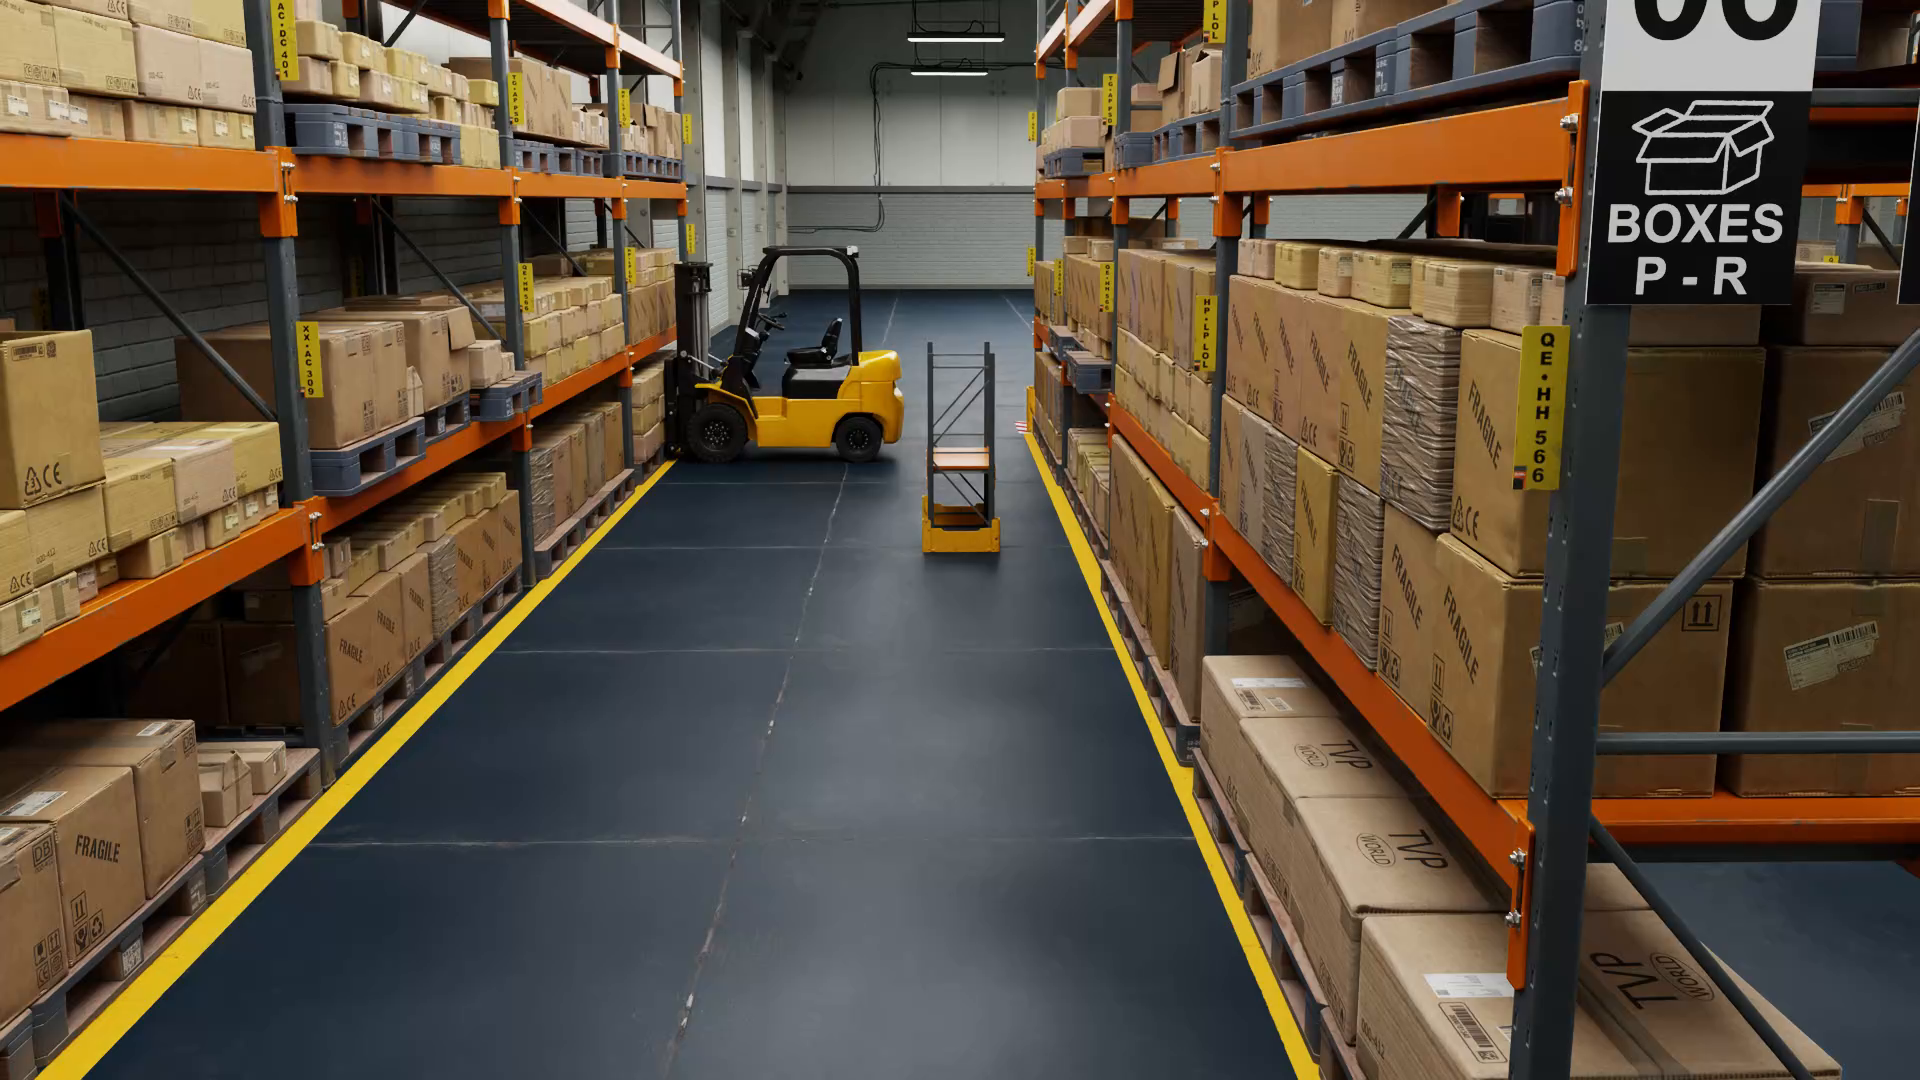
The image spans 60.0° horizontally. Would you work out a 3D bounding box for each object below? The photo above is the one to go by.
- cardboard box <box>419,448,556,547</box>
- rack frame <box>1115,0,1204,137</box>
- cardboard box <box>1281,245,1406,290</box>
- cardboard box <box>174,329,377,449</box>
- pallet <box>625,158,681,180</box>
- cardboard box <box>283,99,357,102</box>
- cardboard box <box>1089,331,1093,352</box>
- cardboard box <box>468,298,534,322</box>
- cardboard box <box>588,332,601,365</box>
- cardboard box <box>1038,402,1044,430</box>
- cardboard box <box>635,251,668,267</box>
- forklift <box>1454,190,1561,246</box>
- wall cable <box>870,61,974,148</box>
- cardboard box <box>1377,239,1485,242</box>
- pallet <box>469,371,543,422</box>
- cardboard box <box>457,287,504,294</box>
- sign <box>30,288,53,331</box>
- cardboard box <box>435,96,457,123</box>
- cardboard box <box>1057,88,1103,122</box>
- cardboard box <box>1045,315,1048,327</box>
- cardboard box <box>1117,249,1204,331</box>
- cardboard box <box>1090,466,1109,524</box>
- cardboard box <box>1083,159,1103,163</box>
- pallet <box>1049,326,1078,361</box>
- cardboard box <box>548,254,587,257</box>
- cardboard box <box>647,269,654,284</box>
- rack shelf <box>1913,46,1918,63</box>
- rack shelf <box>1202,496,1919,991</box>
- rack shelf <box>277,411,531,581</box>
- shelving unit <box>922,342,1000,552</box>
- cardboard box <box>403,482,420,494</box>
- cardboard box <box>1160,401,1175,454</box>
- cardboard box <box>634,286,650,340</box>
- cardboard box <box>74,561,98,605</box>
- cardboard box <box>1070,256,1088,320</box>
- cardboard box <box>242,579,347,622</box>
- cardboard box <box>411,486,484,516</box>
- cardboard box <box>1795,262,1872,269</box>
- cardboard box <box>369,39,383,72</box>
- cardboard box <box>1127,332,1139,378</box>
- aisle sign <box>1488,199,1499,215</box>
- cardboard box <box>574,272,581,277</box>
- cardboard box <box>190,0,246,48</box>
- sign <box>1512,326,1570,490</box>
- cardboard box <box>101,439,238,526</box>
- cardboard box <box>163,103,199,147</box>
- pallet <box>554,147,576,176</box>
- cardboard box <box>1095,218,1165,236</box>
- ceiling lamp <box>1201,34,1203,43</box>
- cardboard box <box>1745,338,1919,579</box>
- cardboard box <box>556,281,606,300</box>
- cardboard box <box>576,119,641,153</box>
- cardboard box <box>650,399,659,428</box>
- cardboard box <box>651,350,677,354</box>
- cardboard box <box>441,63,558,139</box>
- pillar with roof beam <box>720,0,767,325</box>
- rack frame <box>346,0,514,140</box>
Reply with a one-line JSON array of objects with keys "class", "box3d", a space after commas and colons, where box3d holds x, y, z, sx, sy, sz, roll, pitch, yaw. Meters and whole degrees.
[{"class": "cardboard box", "box3d": [-3.433, -0.311, 11.962, 0.875, 0.625, 0.625, 0, 11, 1]}, {"class": "rack frame", "box3d": [1.529, -4.106, 10.664, 1.000, 3.000, 0.127, 0, 11, -1]}, {"class": "cardboard box", "box3d": [1.348, -0.960, 5.847, 0.380, 0.149, 0.250, -1, 11, -3]}, {"class": "cardboard box", "box3d": [-3.137, -0.701, 7.664, 0.700, 0.500, 0.500, 0, 11, 0]}, {"class": "pallet", "box3d": [-3.610, -4.021, 18.013, 1.003, 0.211, 1.213, 0, 11, -1]}, {"class": "cardboard box", "box3d": [-3.033, -2.114, 7.714, 0.380, 0.149, 0.250, 0, 11, -1]}, {"class": "cardboard box", "box3d": [1.162, -1.466, 12.315, 0.380, 0.149, 0.250, -1, 11, -4]}, {"class": "cardboard box", "box3d": [-3.146, -1.576, 11.401, 0.380, 0.149, 0.250, 0, 11, 1]}, {"class": "cardboard box", "box3d": [-3.249, -1.568, 13.623, 0.500, 0.250, 0.500, 0, 11, -1]}, {"class": "cardboard box", "box3d": [1.107, -1.351, 18.035, 0.500, 0.250, 0.500, 0, 11, 1]}, {"class": "cardboard box", "box3d": [-3.254, -2.924, 17.296, 0.380, 0.149, 0.250, 0, 11, 0]}, {"class": "forklift", "box3d": [4.417, -1.421, 12.693, 3.031, 2.935, 1.130, -9, 14, -37]}, {"class": "wall cable", "box3d": [-1.140, -13.052, 49.868, 3.097, 2.526, 0.112, 0, 11, -1]}, {"class": "cardboard box", "box3d": [1.936, -1.168, 6.872, 0.380, 0.149, 0.250, 0, 11, -2]}, {"class": "pallet", "box3d": [-3.349, -0.916, 10.513, 1.213, 0.211, 1.003, 0, 11, -1]}, {"class": "cardboard box", "box3d": [-3.694, -1.880, 12.901, 0.380, 0.149, 0.250, 0, 11, 0]}, {"class": "sign", "box3d": [-3.906, -0.914, 7.108, 0.100, 0.325, 0.005, 0, 11, -1]}, {"class": "cardboard box", "box3d": [-3.171, -2.514, 9.736, 0.380, 0.149, 0.250, 0, 11, -1]}, {"class": "cardboard box", "box3d": [1.078, -3.591, 13.737, 0.500, 0.250, 0.500, 0, 11, -2]}, {"class": "cardboard box", "box3d": [1.106, -2.359, 17.776, 0.380, 0.149, 0.250, 0, 11, 0]}, {"class": "cardboard box", "box3d": [1.295, -1.606, 10.663, 0.500, 0.500, 0.500, -1, 11, -3]}, {"class": "cardboard box", "box3d": [1.504, -0.343, 12.757, 0.950, 0.372, 0.625, 0, 11, -2]}, {"class": "cardboard box", "box3d": [1.168, -3.590, 15.296, 0.500, 0.250, 0.500, 0, 11, -2]}, {"class": "pallet", "box3d": [1.317, -1.714, 14.447, 1.003, 0.211, 1.213, 0, 11, -1]}, {"class": "cardboard box", "box3d": [-3.861, -2.718, 16.283, 0.380, 0.149, 0.250, 0, 11, -2]}, {"class": "cardboard box", "box3d": [-3.257, -2.626, 16.574, 0.380, 0.149, 0.250, -1, 11, -3]}, {"class": "rack shelf", "box3d": [11.313, -4.985, 16.816, 1.077, 0.370, 4.000, 0, 11, -1]}, {"class": "rack shelf", "box3d": [1.653, 0.380, 5.453, 1.077, 0.370, 4.000, 0, 11, -1]}, {"class": "rack shelf", "box3d": [-3.392, -0.394, 9.269, 1.077, 0.370, 4.000, 0, 11, -1]}, {"class": "shelving unit", "box3d": [-0.002, -0.750, 12.985, 0.587, 1.500, 1.083, 0, 11, -1]}, {"class": "cardboard box", "box3d": [-3.734, -0.338, 10.782, 0.380, 0.149, 0.250, 0, 11, 2]}, {"class": "cardboard box", "box3d": [1.350, -0.587, 8.785, 0.500, 0.250, 0.500, -1, 11, -3]}, {"class": "cardboard box", "box3d": [-3.292, -2.181, 16.016, 0.500, 0.500, 0.500, 0, 11, 0]}, {"class": "cardboard box", "box3d": [-3.078, 0.143, 5.443, 0.380, 0.149, 0.250, 0, 11, -1]}, {"class": "cardboard box", "box3d": [1.177, -2.069, 13.658, 0.500, 0.500, 0.500, 0, 11, -1]}, {"class": "cardboard box", "box3d": [-3.092, 0.279, 7.737, 0.380, 0.149, 0.250, 0, 11, 2]}, {"class": "cardboard box", "box3d": [-3.172, -0.239, 10.294, 0.380, 0.149, 0.250, -1, 11, -3]}, {"class": "cardboard box", "box3d": [1.997, -0.608, 4.114, 0.380, 0.149, 0.250, 0, 11, 1]}, {"class": "cardboard box", "box3d": [-2.990, -2.313, 7.945, 0.380, 0.149, 0.250, 0, 11, -2]}, {"class": "cardboard box", "box3d": [1.302, -1.133, 10.218, 0.500, 0.250, 0.500, 0, 11, 0]}, {"class": "aisle sign", "box3d": [6.009, -4.083, 19.104, 0.394, 0.787, 0.004, 0, 11, -1]}, {"class": "cardboard box", "box3d": [-3.817, -2.472, 15.815, 0.380, 0.149, 0.250, 0, 11, 0]}, {"class": "cardboard box", "box3d": [-3.100, -2.037, 6.385, 0.500, 0.250, 0.500, 0, 11, -1]}, {"class": "sign", "box3d": [1.152, -0.260, 3.286, 0.100, 0.325, 0.005, 0, 11, -1]}, {"class": "cardboard box", "box3d": [-3.071, -0.222, 6.238, 0.500, 0.250, 0.500, 0, 11, -1]}, {"class": "cardboard box", "box3d": [-3.049, -1.524, 6.115, 0.380, 0.149, 0.250, 0, 11, 1]}, {"class": "pallet", "box3d": [-3.563, -2.879, 12.636, 1.003, 0.211, 1.213, 0, 11, 1]}, {"class": "cardboard box", "box3d": [1.665, -2.836, 15.978, 0.700, 0.500, 0.500, 0, 11, -1]}, {"class": "ceiling lamp", "box3d": [7.111, -13.639, 42.972, 2.000, 3.185, 0.800, 0, 11, -1]}, {"class": "cardboard box", "box3d": [1.969, -0.211, 3.789, 0.500, 0.500, 0.500, 0, 11, -2]}, {"class": "cardboard box", "box3d": [-3.173, -2.088, 13.923, 0.380, 0.149, 0.250, -1, 11, -3]}, {"class": "cardboard box", "box3d": [-3.290, -3.787, 15.555, 0.500, 0.311, 0.500, 0, 11, 0]}, {"class": "cardboard box", "box3d": [-3.230, -1.241, 16.232, 0.500, 0.250, 0.500, 0, 11, -1]}, {"class": "cardboard box", "box3d": [-3.277, -1.993, 18.683, 0.500, 0.250, 0.500, 0, 11, 1]}, {"class": "cardboard box", "box3d": [-3.315, -3.163, 12.004, 0.700, 0.500, 0.500, 0, 11, -2]}, {"class": "pillar with roof beam", "box3d": [-0.553, -9.129, 35.422, 9.100, 9.000, 0.548, 0, 11, -1]}, {"class": "rack frame", "box3d": [-3.434, -4.085, 10.560, 1.000, 3.000, 0.127, 0, 11, -1]}]
